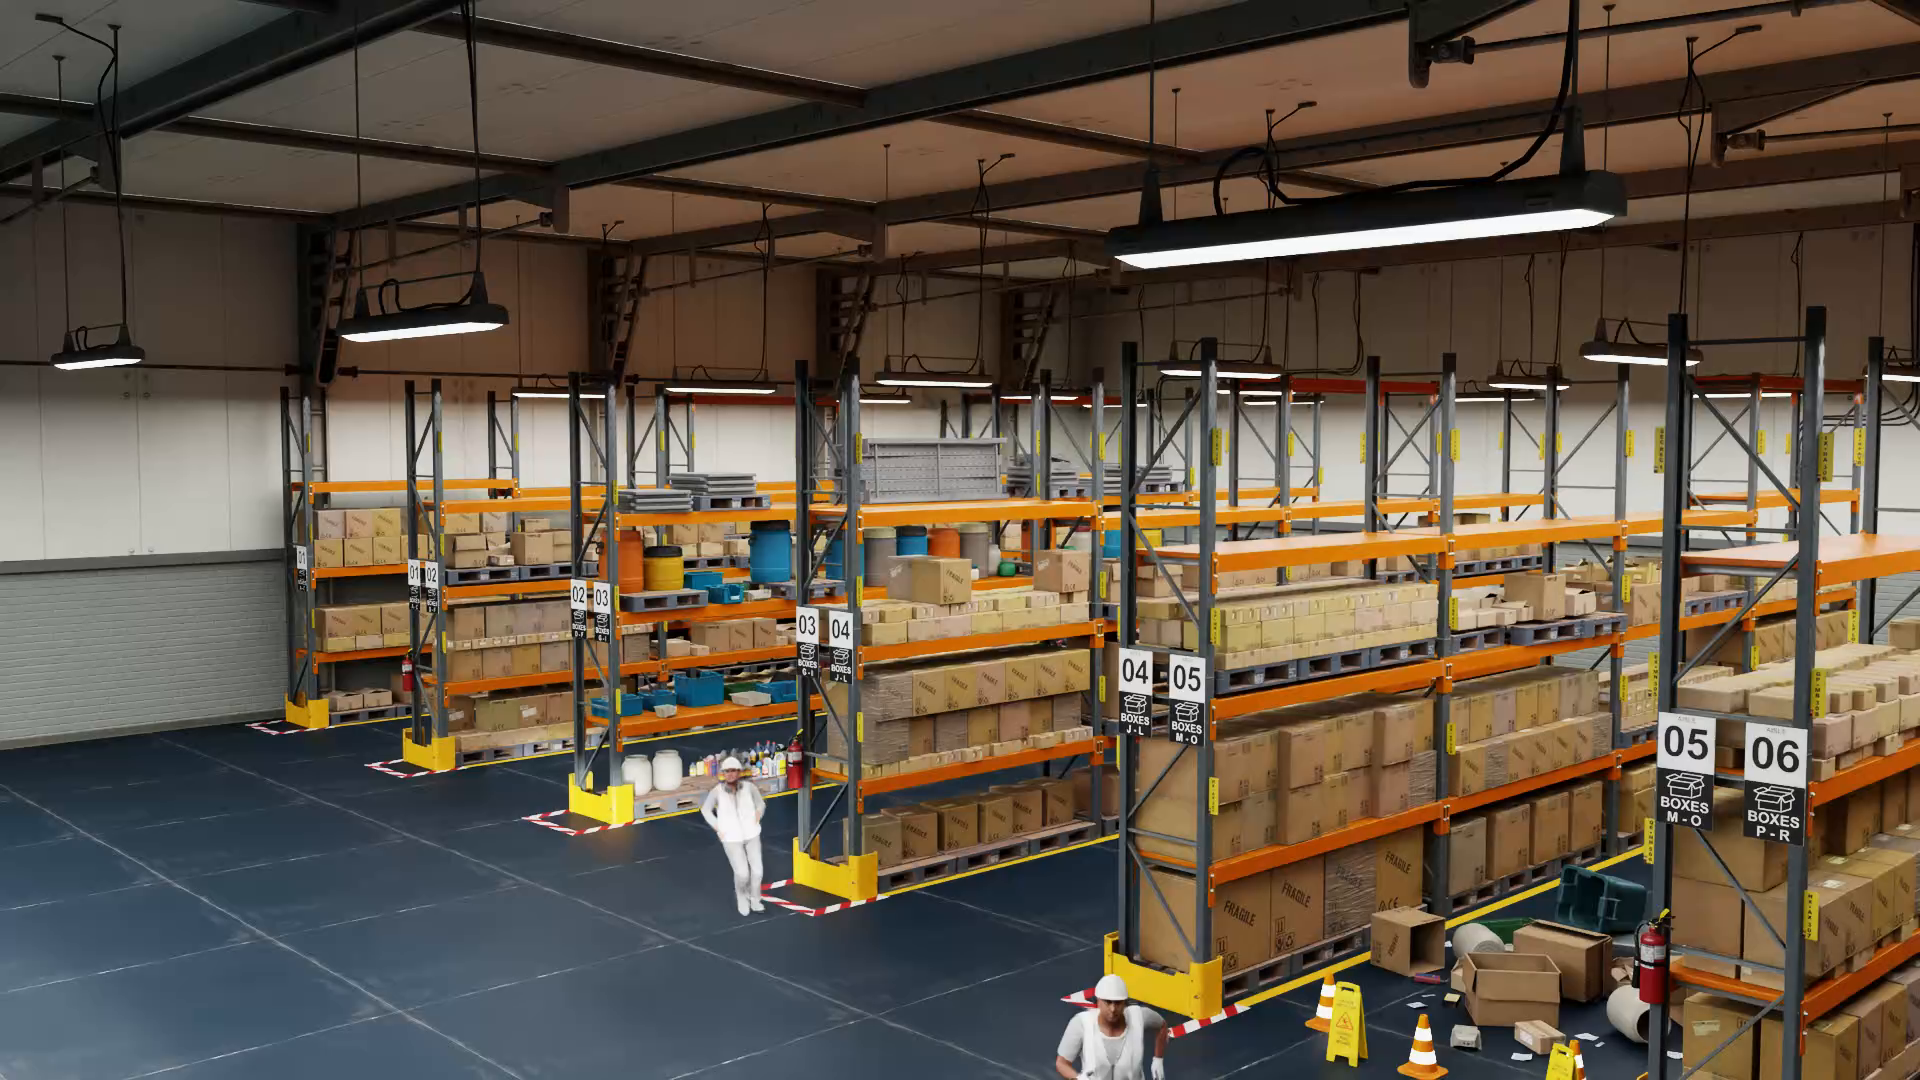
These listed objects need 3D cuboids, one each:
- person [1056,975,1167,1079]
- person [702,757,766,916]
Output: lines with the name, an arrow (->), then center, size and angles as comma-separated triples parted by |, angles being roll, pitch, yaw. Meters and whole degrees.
person -> 0.968, 3.615, 10.624 | 0.712, 1.813, 0.976 | 0, 4, 4
person -> -2.370, 3.173, 17.742 | 0.664, 1.725, 0.613 | -2, 4, -23
